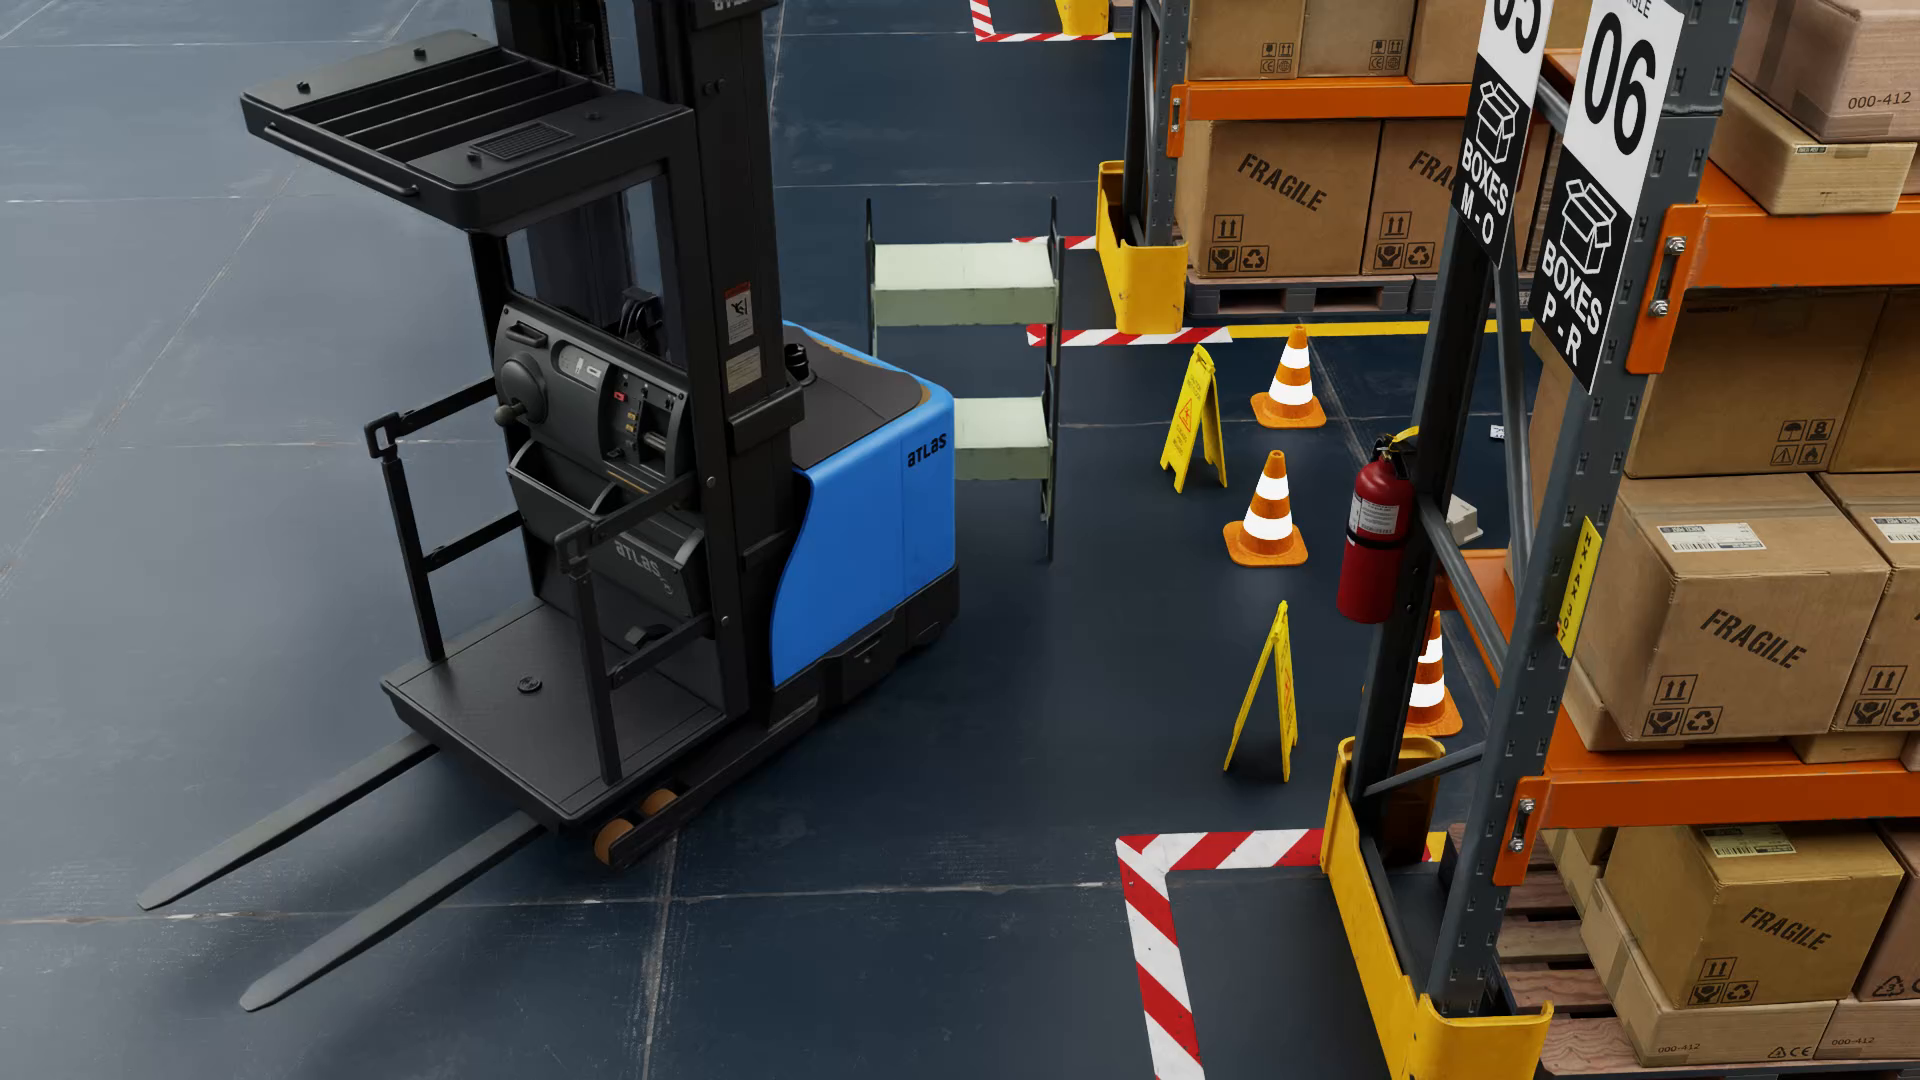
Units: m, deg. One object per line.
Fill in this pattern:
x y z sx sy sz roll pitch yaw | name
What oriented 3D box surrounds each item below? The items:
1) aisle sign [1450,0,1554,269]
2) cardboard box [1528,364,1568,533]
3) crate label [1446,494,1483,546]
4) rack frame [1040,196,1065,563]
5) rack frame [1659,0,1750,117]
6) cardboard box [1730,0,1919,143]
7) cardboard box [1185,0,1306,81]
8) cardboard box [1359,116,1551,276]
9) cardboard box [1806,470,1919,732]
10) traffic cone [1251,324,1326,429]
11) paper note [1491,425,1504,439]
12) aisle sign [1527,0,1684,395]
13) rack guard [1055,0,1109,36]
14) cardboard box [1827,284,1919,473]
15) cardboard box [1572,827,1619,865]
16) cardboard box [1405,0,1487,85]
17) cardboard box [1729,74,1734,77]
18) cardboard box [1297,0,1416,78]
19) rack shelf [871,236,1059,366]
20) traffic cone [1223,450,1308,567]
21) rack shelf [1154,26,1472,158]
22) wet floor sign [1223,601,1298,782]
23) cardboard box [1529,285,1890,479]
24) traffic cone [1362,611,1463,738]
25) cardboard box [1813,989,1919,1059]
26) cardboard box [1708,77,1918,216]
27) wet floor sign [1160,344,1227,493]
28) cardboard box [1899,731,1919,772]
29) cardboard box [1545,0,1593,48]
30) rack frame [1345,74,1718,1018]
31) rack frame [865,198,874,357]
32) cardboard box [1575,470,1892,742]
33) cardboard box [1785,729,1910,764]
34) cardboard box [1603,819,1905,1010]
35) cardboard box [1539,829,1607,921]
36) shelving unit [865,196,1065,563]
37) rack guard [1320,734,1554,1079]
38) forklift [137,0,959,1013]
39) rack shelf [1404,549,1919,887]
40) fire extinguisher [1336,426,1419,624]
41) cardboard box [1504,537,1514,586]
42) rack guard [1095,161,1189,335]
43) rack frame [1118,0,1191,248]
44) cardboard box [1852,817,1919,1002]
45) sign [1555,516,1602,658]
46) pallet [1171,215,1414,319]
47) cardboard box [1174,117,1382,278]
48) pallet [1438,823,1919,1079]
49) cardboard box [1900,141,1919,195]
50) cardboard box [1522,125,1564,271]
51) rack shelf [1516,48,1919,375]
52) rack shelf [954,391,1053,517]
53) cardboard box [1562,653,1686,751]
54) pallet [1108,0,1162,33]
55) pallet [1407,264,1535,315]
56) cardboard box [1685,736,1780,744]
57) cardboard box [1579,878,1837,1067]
1.272 -1.079 3.889 0.004 0.787 0.394 -2 35 -2 | aisle sign
1.877 -0.181 4.527 0.500 0.500 0.500 -2 35 -3 | cardboard box
2.106 -0.093 7.264 0.298 0.136 0.250 -20 39 -26 | crate label
0.378 -0.634 6.848 0.023 1.500 0.400 -1 35 -2 | rack frame
1.348 -2.314 2.686 0.127 3.000 1.000 -2 35 -2 | rack frame
1.862 -1.003 3.298 0.500 0.250 0.500 -2 35 -3 | cardboard box
1.381 -2.755 8.464 0.550 0.550 0.875 -2 35 -2 | cardboard box
2.565 -2.038 9.056 0.875 0.875 0.875 -2 35 -3 | cardboard box
2.351 0.119 4.093 0.500 0.500 0.500 -1 35 -1 | cardboard box
1.610 -0.822 8.031 0.334 0.463 0.336 -2 35 -2 | traffic cone
2.617 -0.512 7.965 0.142 0.017 0.144 10 36 14 | paper note
1.300 -0.738 3.396 0.004 0.787 0.394 -2 35 -2 | aisle sign
0.954 -4.454 13.247 0.348 0.500 1.175 -2 35 -2 | rack guard
2.353 -0.569 4.208 0.500 0.500 0.700 -1 35 -2 | cardboard box
2.136 0.633 5.088 0.500 0.500 0.500 -1 35 -2 | cardboard box
2.494 -2.726 8.422 0.550 0.550 0.875 -2 35 -2 | cardboard box
1.691 -1.145 3.854 0.250 0.149 0.380 -1 35 -2 | cardboard box
1.929 -2.782 8.503 0.550 0.550 0.875 -2 35 -2 | cardboard box
0.012 -0.946 6.614 0.720 0.370 0.431 -1 35 -2 | rack shelf
1.324 -0.170 7.089 0.334 0.463 0.336 -2 35 -2 | traffic cone
3.010 -2.416 8.737 4.000 0.370 1.077 -2 35 -2 | rack shelf
1.107 0.518 5.934 0.232 0.644 0.267 10 36 14 | wet floor sign
1.848 -0.559 4.194 0.500 0.500 0.700 -2 35 -3 | cardboard box
1.716 0.452 6.191 0.334 0.463 0.336 -2 35 -2 | traffic cone
2.677 1.237 4.874 0.500 0.250 0.500 0 35 -1 | cardboard box
1.694 -0.801 3.357 0.250 0.149 0.380 -2 35 -2 | cardboard box
1.077 -0.563 7.497 0.232 0.644 0.267 -7 35 -10 | wet floor sign
2.473 0.408 4.245 0.250 0.149 0.380 -1 35 -1 | cardboard box
3.022 -2.764 8.476 0.500 0.550 0.875 -2 35 -2 | cardboard box
1.348 0.153 4.393 0.127 3.000 1.000 -2 35 -2 | rack frame
-0.354 -0.618 6.824 0.023 1.500 0.400 -1 35 -2 | rack frame
1.834 0.135 4.070 0.500 0.500 0.500 -2 35 -3 | cardboard box
2.217 0.389 4.273 0.250 0.149 0.380 -3 35 -4 | cardboard box
2.190 0.937 4.648 0.500 0.500 0.500 -3 35 -4 | cardboard box
2.166 0.936 5.309 0.500 0.250 0.500 -2 35 -2 | cardboard box
0.012 -0.626 6.836 0.755 1.500 0.431 -1 35 -2 | shelving unit
1.423 1.179 5.107 0.348 0.500 1.175 -2 35 -2 | rack guard
-1.346 -0.417 5.276 1.130 2.935 3.031 26 42 32 | forklift
3.345 0.395 4.675 4.000 0.370 1.077 -2 35 -2 | rack shelf
1.211 -0.074 4.789 0.183 0.674 0.296 -2 35 -2 | fire extinguisher
1.711 0.125 4.654 0.250 0.149 0.380 0 35 -1 | cardboard box
0.988 -1.629 9.165 0.348 0.500 1.175 -2 35 -2 | rack guard
1.012 -2.658 8.455 0.127 3.000 1.000 -2 35 -2 | rack frame
2.712 0.921 4.672 0.500 0.500 0.500 -3 35 -4 | cardboard box
1.373 0.106 3.701 0.005 0.325 0.100 -2 35 -2 | sign
1.807 -1.577 9.344 1.213 0.211 1.003 -2 35 -2 | pallet
1.687 -2.013 9.020 0.875 0.875 0.875 -1 35 -2 | cardboard box
2.237 1.296 5.192 1.213 0.211 1.003 -2 35 -2 | pallet
1.952 -0.859 3.441 0.250 0.149 0.380 -3 35 -4 | cardboard box
3.476 -2.061 9.090 0.875 0.875 0.875 -1 35 -2 | cardboard box
3.345 -0.838 3.822 4.000 0.370 1.077 -2 35 -2 | rack shelf
0.012 -0.357 7.022 0.720 0.370 0.431 -1 35 -2 | rack shelf
1.697 0.365 4.307 0.250 0.149 0.380 -1 35 -2 | cardboard box
1.768 -4.337 13.332 1.213 0.211 1.003 -2 35 -2 | pallet
3.023 -1.608 9.389 1.213 0.211 1.003 -2 35 -2 | pallet
1.948 0.350 4.329 0.250 0.149 0.380 -1 35 -2 | cardboard box
2.166 1.247 4.860 0.500 0.250 0.500 -2 35 -3 | cardboard box
